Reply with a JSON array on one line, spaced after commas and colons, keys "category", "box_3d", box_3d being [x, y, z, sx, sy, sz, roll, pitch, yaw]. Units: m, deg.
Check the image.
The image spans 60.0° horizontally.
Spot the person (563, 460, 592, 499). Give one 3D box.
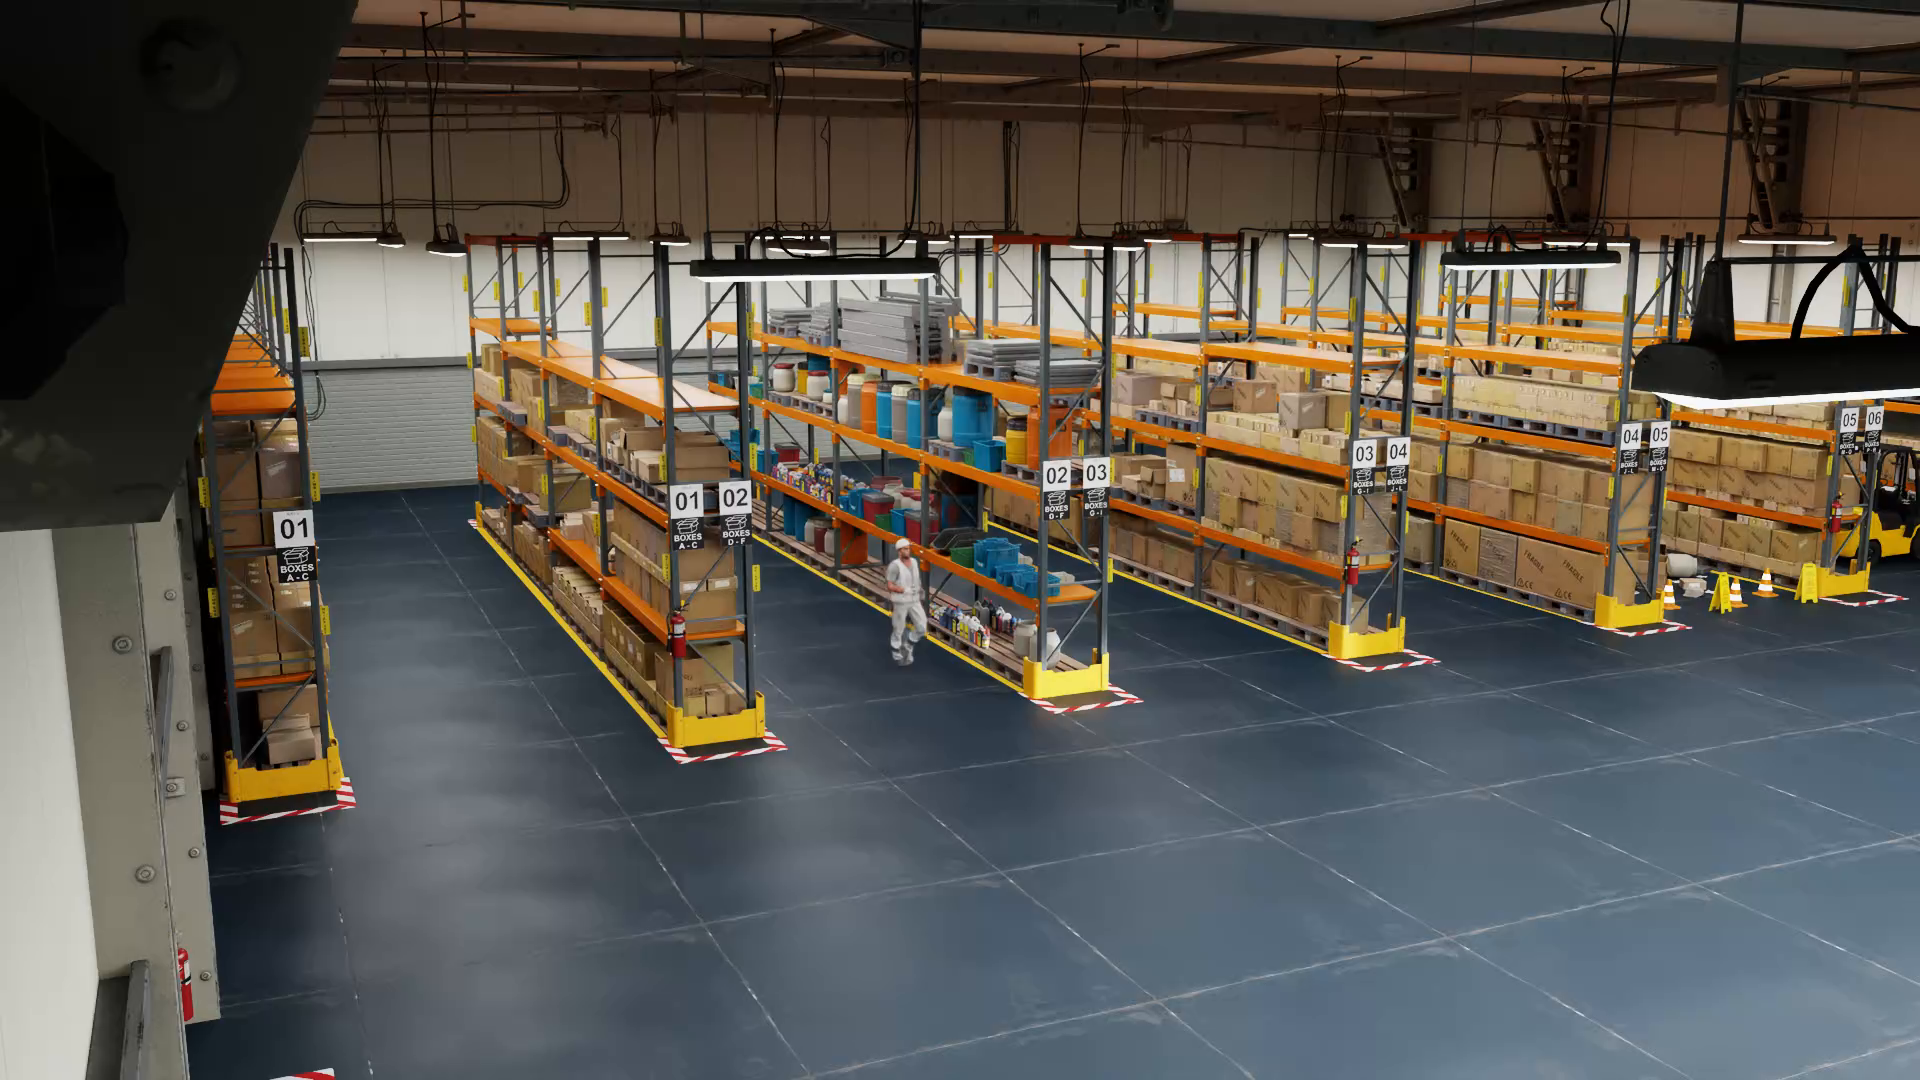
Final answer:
[{"category": "person", "box_3d": [-8.047, -1.289, 35.286, 0.668, 1.745, 0.738, 10, 15, 42]}]

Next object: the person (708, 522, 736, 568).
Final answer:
[{"category": "person", "box_3d": [-4.097, 0.060, 28.316, 0.622, 1.760, 0.732, -7, 13, -33]}]

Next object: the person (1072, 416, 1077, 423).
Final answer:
[{"category": "person", "box_3d": [2.590, -2.099, 39.475, 0.719, 1.712, 0.543, -3, 11, -17]}]

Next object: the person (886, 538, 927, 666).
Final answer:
[{"category": "person", "box_3d": [-0.694, 0.859, 22.543, 0.643, 1.774, 0.618, -9, 14, -38]}]
